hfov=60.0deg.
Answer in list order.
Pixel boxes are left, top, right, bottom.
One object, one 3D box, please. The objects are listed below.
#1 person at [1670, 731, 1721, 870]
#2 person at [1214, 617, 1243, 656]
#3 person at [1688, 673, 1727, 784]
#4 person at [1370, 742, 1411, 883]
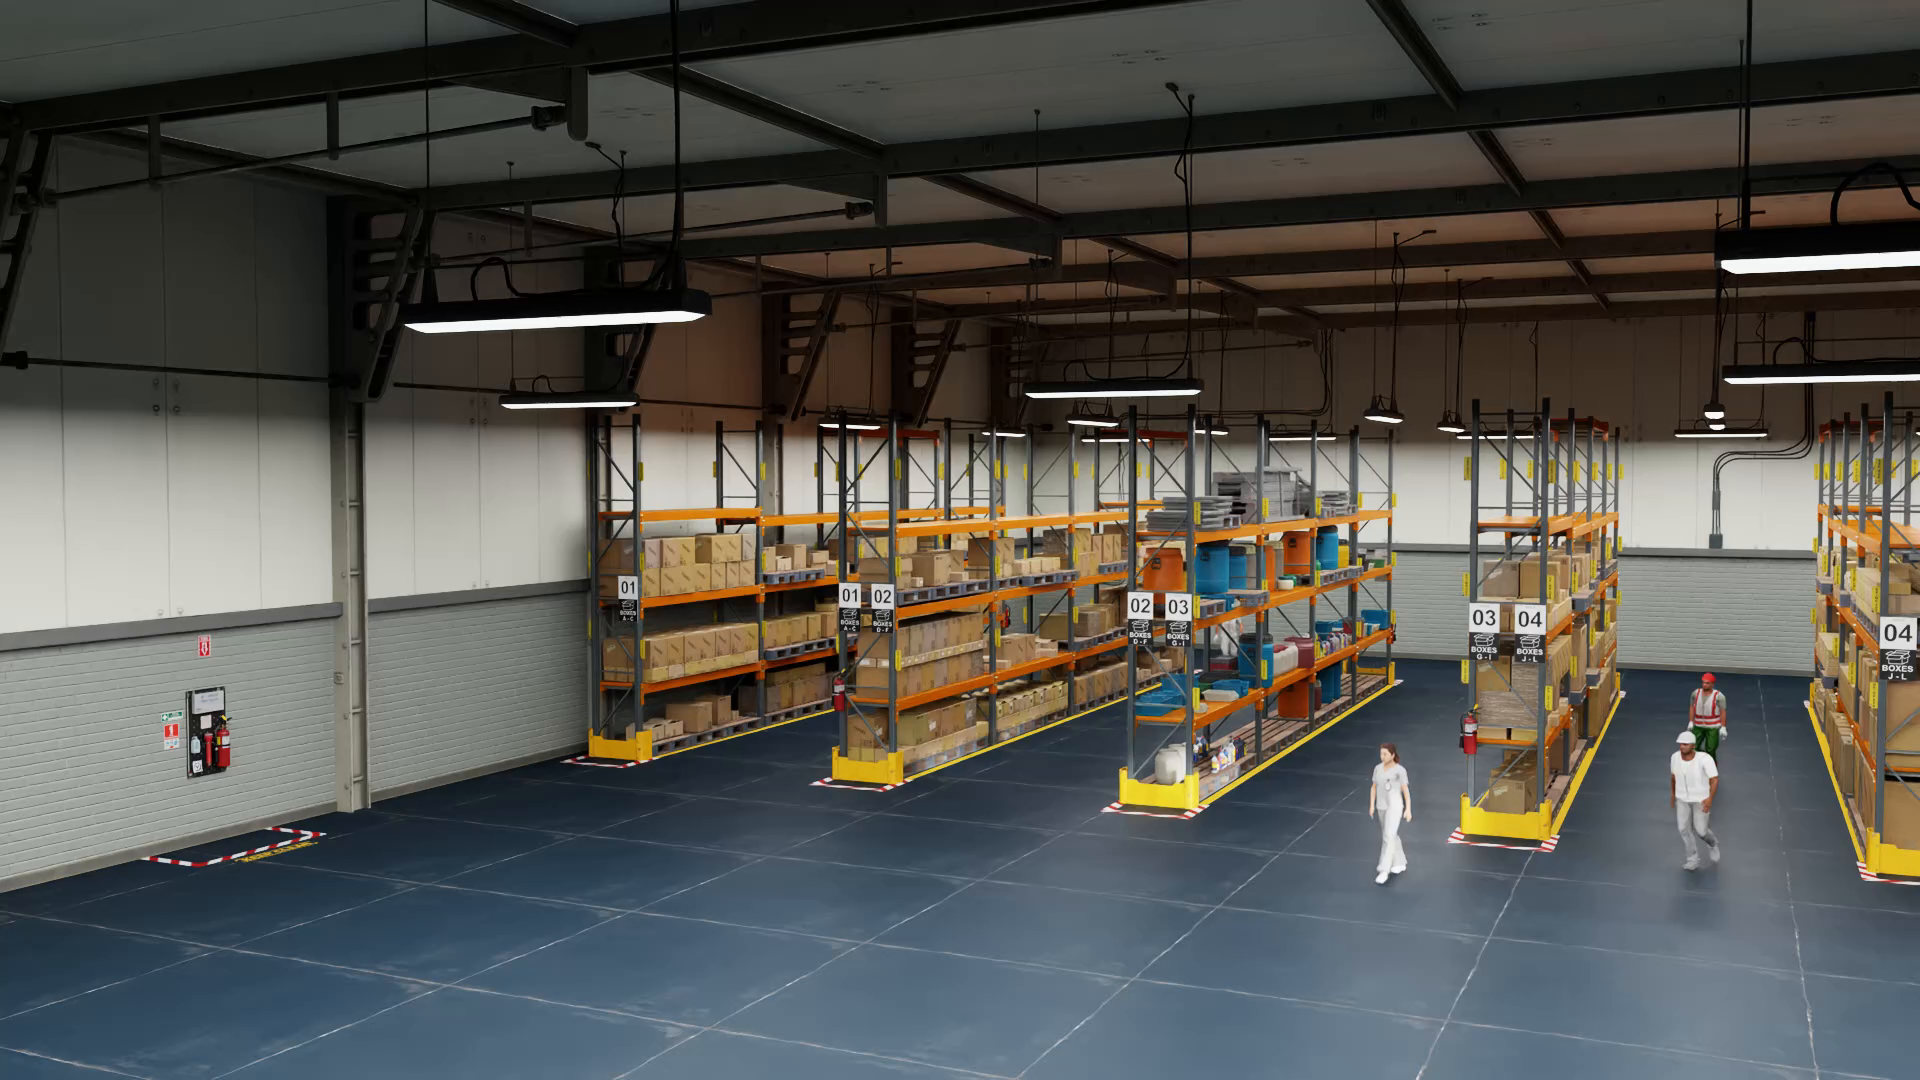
[{"bbox_3d":[9.315,3.271,21.049,0.717,1.732,0.630,-2,3,-41],"label":"person"},{"bbox_3d":[6.668,2.465,41.267,0.709,1.847,0.522,0,2,3],"label":"person"},{"bbox_3d":[12.051,3.006,26.745,0.587,1.777,0.627,-2,3,-45],"label":"person"},{"bbox_3d":[5.244,3.324,20.455,0.871,1.618,0.497,-2,3,-37],"label":"person"}]
